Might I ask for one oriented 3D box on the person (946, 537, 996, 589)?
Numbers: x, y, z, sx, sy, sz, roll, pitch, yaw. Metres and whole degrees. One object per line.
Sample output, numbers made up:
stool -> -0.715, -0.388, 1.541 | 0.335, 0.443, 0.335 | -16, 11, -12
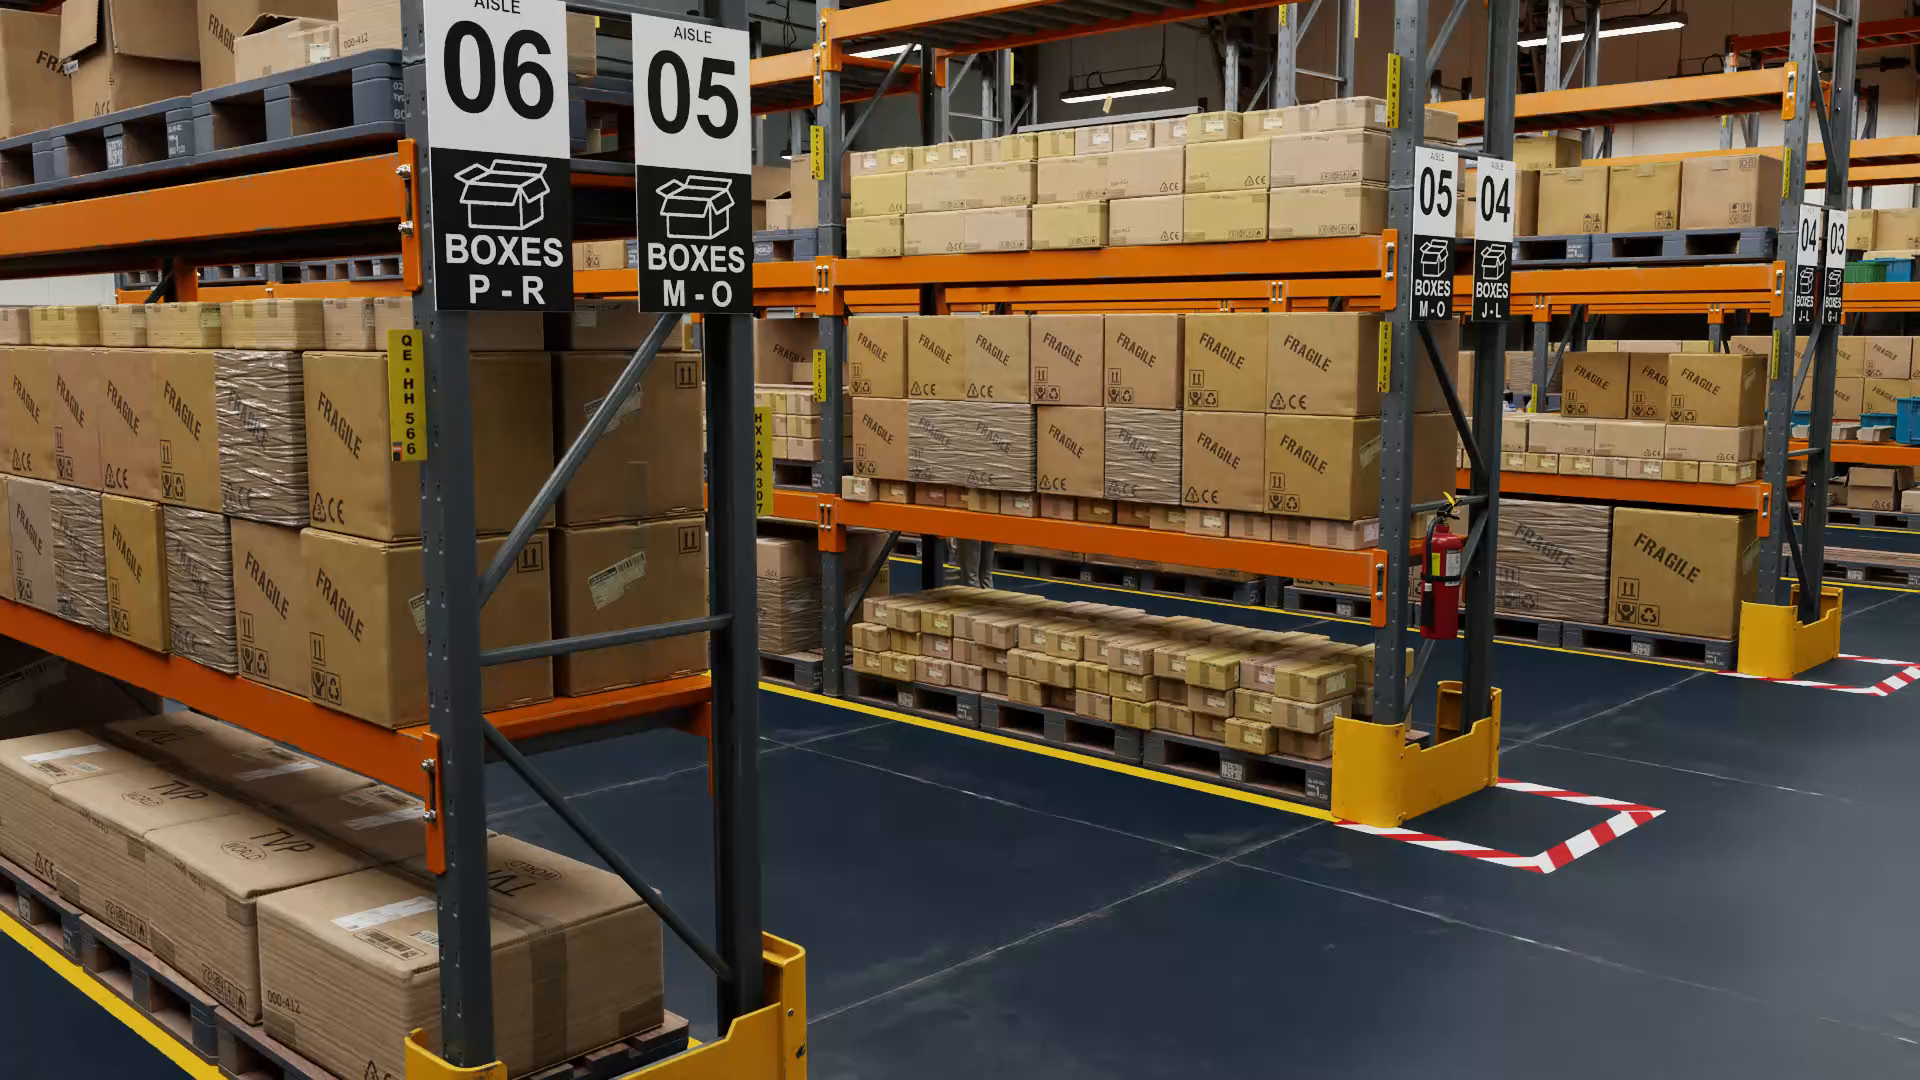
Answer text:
person -> 0.078, -0.080, 12.694 | 0.534, 1.697, 0.588 | 7, 10, 43
